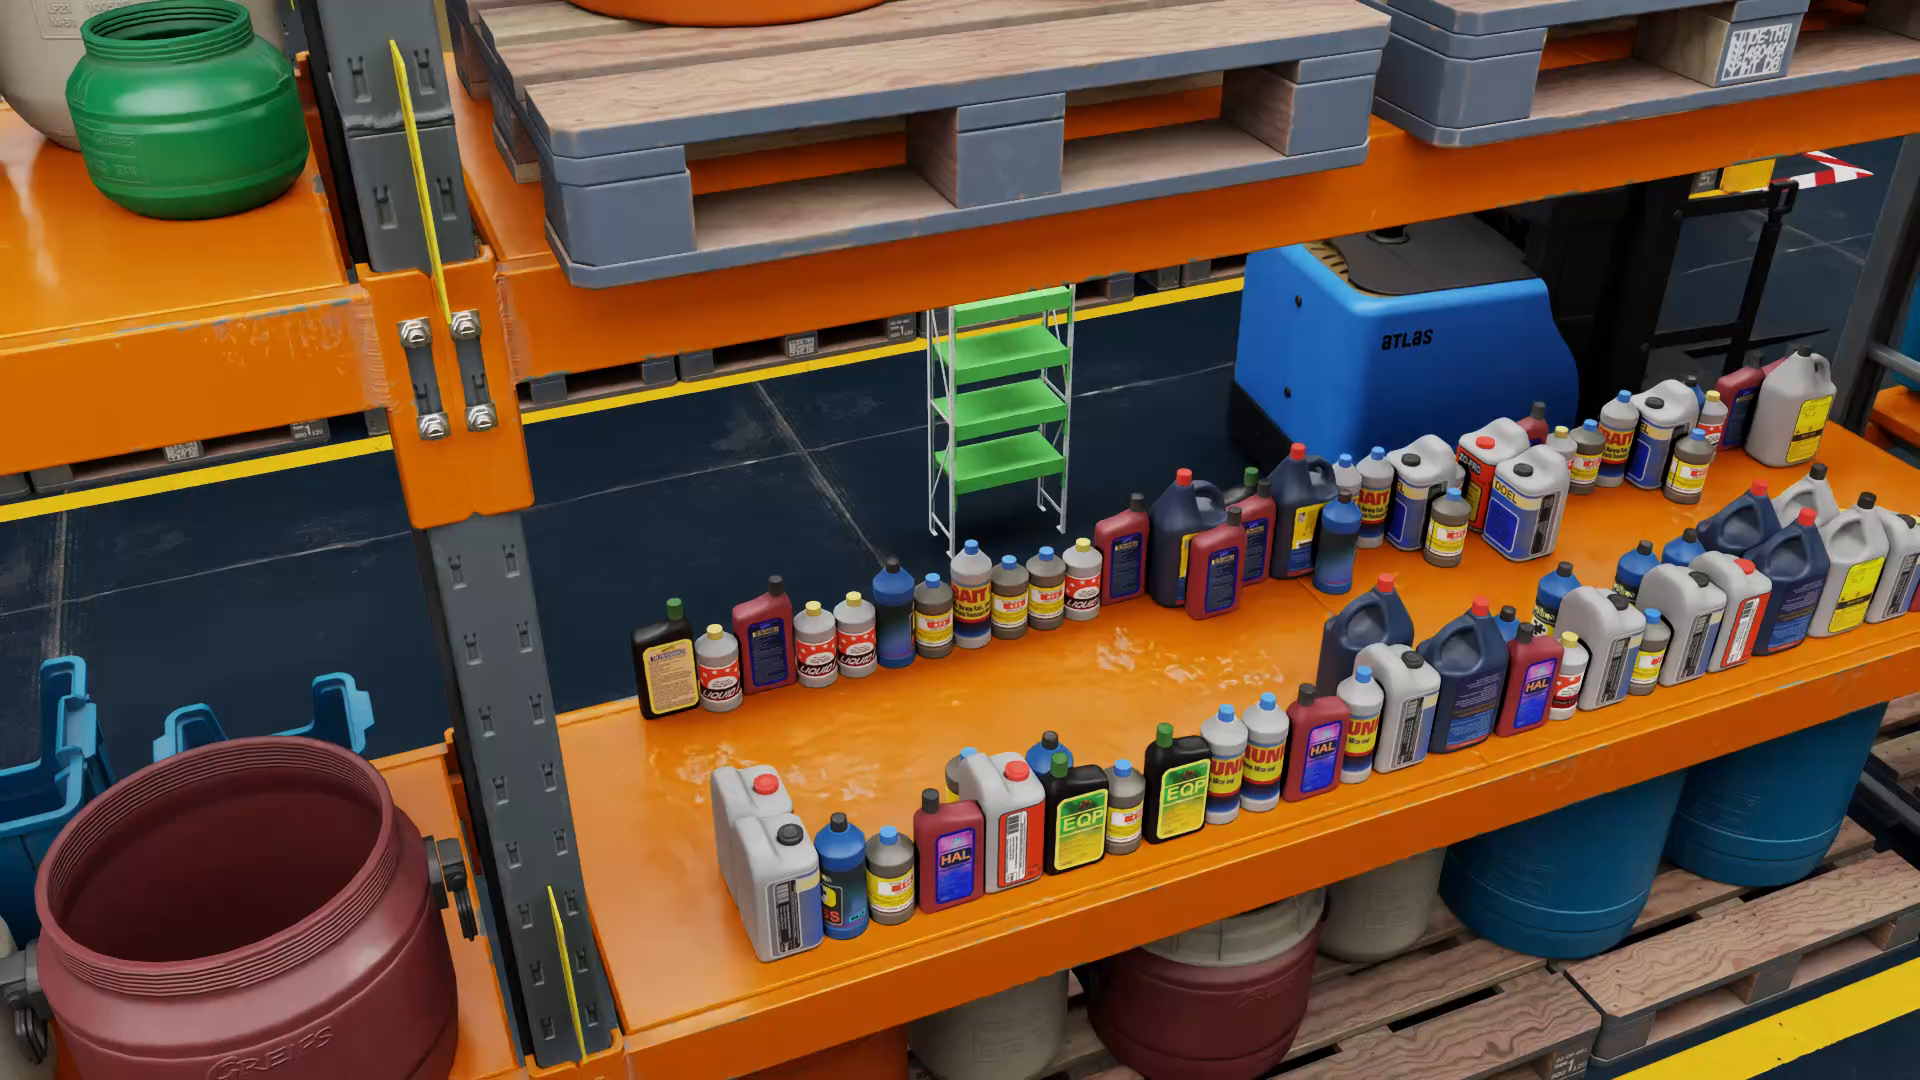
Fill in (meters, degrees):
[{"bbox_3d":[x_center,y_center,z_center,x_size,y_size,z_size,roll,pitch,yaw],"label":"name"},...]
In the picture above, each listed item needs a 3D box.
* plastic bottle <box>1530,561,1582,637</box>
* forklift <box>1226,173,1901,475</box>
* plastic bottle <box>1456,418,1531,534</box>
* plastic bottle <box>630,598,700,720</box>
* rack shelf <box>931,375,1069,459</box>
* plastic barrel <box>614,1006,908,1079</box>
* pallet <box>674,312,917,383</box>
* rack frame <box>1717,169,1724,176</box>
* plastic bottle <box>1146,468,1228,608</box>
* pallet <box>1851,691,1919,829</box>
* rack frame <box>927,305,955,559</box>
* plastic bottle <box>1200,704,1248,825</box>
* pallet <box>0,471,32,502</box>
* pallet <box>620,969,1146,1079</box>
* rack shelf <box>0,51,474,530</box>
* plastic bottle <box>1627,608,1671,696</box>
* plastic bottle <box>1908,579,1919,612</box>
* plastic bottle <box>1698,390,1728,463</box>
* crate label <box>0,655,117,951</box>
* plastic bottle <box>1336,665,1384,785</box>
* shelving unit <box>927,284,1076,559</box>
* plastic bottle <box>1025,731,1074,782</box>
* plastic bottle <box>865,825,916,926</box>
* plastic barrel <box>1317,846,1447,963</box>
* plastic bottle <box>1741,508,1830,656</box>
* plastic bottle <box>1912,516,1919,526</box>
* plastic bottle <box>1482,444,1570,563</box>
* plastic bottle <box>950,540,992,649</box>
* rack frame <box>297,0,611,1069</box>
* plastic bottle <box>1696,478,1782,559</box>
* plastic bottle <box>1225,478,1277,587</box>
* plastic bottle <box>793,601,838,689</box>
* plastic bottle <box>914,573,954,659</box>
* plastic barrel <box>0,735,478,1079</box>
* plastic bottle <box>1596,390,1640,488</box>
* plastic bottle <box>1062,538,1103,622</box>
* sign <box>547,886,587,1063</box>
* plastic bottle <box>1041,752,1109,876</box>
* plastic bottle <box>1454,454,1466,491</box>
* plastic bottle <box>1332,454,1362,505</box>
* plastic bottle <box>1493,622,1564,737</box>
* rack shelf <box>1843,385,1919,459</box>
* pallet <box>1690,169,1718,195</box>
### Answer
[{"bbox_3d":[1.378,0.170,3.856,0.097,0.271,0.097,0,33,0],"label":"plastic bottle"},{"bbox_3d":[2.760,-1.672,6.633,3.031,2.935,1.130,-9,34,-14],"label":"forklift"},{"bbox_3d":[1.393,-0.178,4.387,0.135,0.276,0.152,-13,35,-19],"label":"plastic bottle"},{"bbox_3d":[-0.659,0.262,3.704,0.133,0.283,0.061,-13,35,-19],"label":"plastic bottle"},{"bbox_3d":[0.153,-0.484,6.511,0.480,0.148,0.258,-13,35,-19],"label":"rack shelf"},{"bbox_3d":[-0.422,1.135,3.860,0.708,0.830,0.600,-13,35,-19],"label":"plastic barrel"},{"bbox_3d":[-0.955,-1.204,8.407,1.213,0.211,1.003,-13,35,-19],"label":"pallet"},{"bbox_3d":[4.595,-3.668,9.636,0.127,3.000,1.000,-13,35,-19],"label":"rack frame"},{"bbox_3d":[0.558,-0.020,4.076,0.185,0.351,0.144,-13,35,-19],"label":"plastic bottle"},{"bbox_3d":[3.484,0.663,5.538,1.213,0.211,1.003,-13,35,-19],"label":"pallet"},{"bbox_3d":[-0.072,-0.486,6.397,0.015,1.200,0.240,-13,35,-19],"label":"rack frame"},{"bbox_3d":[0.537,0.453,3.422,0.097,0.271,0.097,0,33,0],"label":"plastic bottle"},{"bbox_3d":[-4.678,-0.400,7.171,1.213,0.211,1.003,-13,35,-19],"label":"pallet"},{"bbox_3d":[-0.156,1.494,4.260,1.213,0.211,1.003,-13,35,-19],"label":"pallet"},{"bbox_3d":[-2.711,-0.020,1.940,4.000,0.370,1.077,-13,35,-19],"label":"rack shelf"},{"bbox_3d":[1.561,0.248,3.801,0.097,0.201,0.097,0,33,0],"label":"plastic bottle"},{"bbox_3d":[2.388,0.035,4.053,0.133,0.283,0.061,-13,35,-19],"label":"plastic bottle"},{"bbox_3d":[2.096,-0.324,4.679,0.097,0.201,0.097,0,33,0],"label":"plastic bottle"},{"bbox_3d":[-1.887,0.572,3.088,0.616,0.435,0.502,-13,35,-19],"label":"crate label"},{"bbox_3d":[0.840,0.384,3.528,0.097,0.271,0.097,0,33,0],"label":"plastic bottle"},{"bbox_3d":[0.153,-0.538,6.476,0.503,1.200,0.258,-13,35,-19],"label":"shelving unit"},{"bbox_3d":[0.178,0.499,3.350,0.097,0.271,0.097,0,33,0],"label":"plastic bottle"},{"bbox_3d":[-0.135,0.636,3.204,0.097,0.201,0.097,0,33,0],"label":"plastic bottle"},{"bbox_3d":[1.105,0.865,4.566,0.421,0.512,0.421,0,33,0],"label":"plastic barrel"},{"bbox_3d":[1.930,0.087,3.911,0.185,0.351,0.144,-13,35,-19],"label":"plastic bottle"},{"bbox_3d":[2.340,0.033,4.130,0.097,0.201,0.097,0,33,0],"label":"plastic bottle"},{"bbox_3d":[1.452,-0.101,4.269,0.135,0.276,0.152,-13,35,-19],"label":"plastic bottle"},{"bbox_3d":[0.026,0.121,3.932,0.097,0.271,0.097,0,33,0],"label":"plastic bottle"},{"bbox_3d":[-0.867,0.513,3.211,0.127,3.000,1.000,-13,35,-19],"label":"rack frame"},{"bbox_3d":[1.874,0.014,4.023,0.185,0.351,0.144,-13,35,-19],"label":"plastic bottle"},{"bbox_3d":[0.712,-0.016,4.131,0.133,0.283,0.061,-13,35,-19],"label":"plastic bottle"},{"bbox_3d":[-0.333,0.232,3.824,0.097,0.201,0.097,0,33,0],"label":"plastic bottle"},{"bbox_3d":[-0.063,0.171,3.919,0.097,0.201,0.097,0,33,0],"label":"plastic bottle"},{"bbox_3d":[-1.177,0.706,2.789,0.708,0.536,0.600,-13,35,-19],"label":"plastic barrel"},{"bbox_3d":[1.792,-0.283,4.553,0.097,0.271,0.097,0,33,0],"label":"plastic bottle"},{"bbox_3d":[0.296,0.089,4.046,0.097,0.201,0.097,0,33,0],"label":"plastic bottle"},{"bbox_3d":[-0.647,0.720,2.744,0.005,0.325,0.100,-13,35,-19],"label":"sign"},{"bbox_3d":[0.225,0.530,3.292,0.133,0.283,0.061,-13,35,-19],"label":"plastic bottle"},{"bbox_3d":[1.276,-0.136,4.391,0.097,0.201,0.097,0,33,0],"label":"plastic bottle"},{"bbox_3d":[0.972,-0.096,4.265,0.097,0.271,0.097,0,33,0],"label":"plastic bottle"},{"bbox_3d":[1.248,0.296,3.652,0.133,0.283,0.061,-13,35,-19],"label":"plastic bottle"},{"bbox_3d":[4.665,-0.452,5.354,4.000,0.370,1.077,-13,35,-19],"label":"rack shelf"},{"bbox_3d":[3.791,-2.314,10.113,1.213,0.211,1.003,-13,35,-19],"label":"pallet"}]
